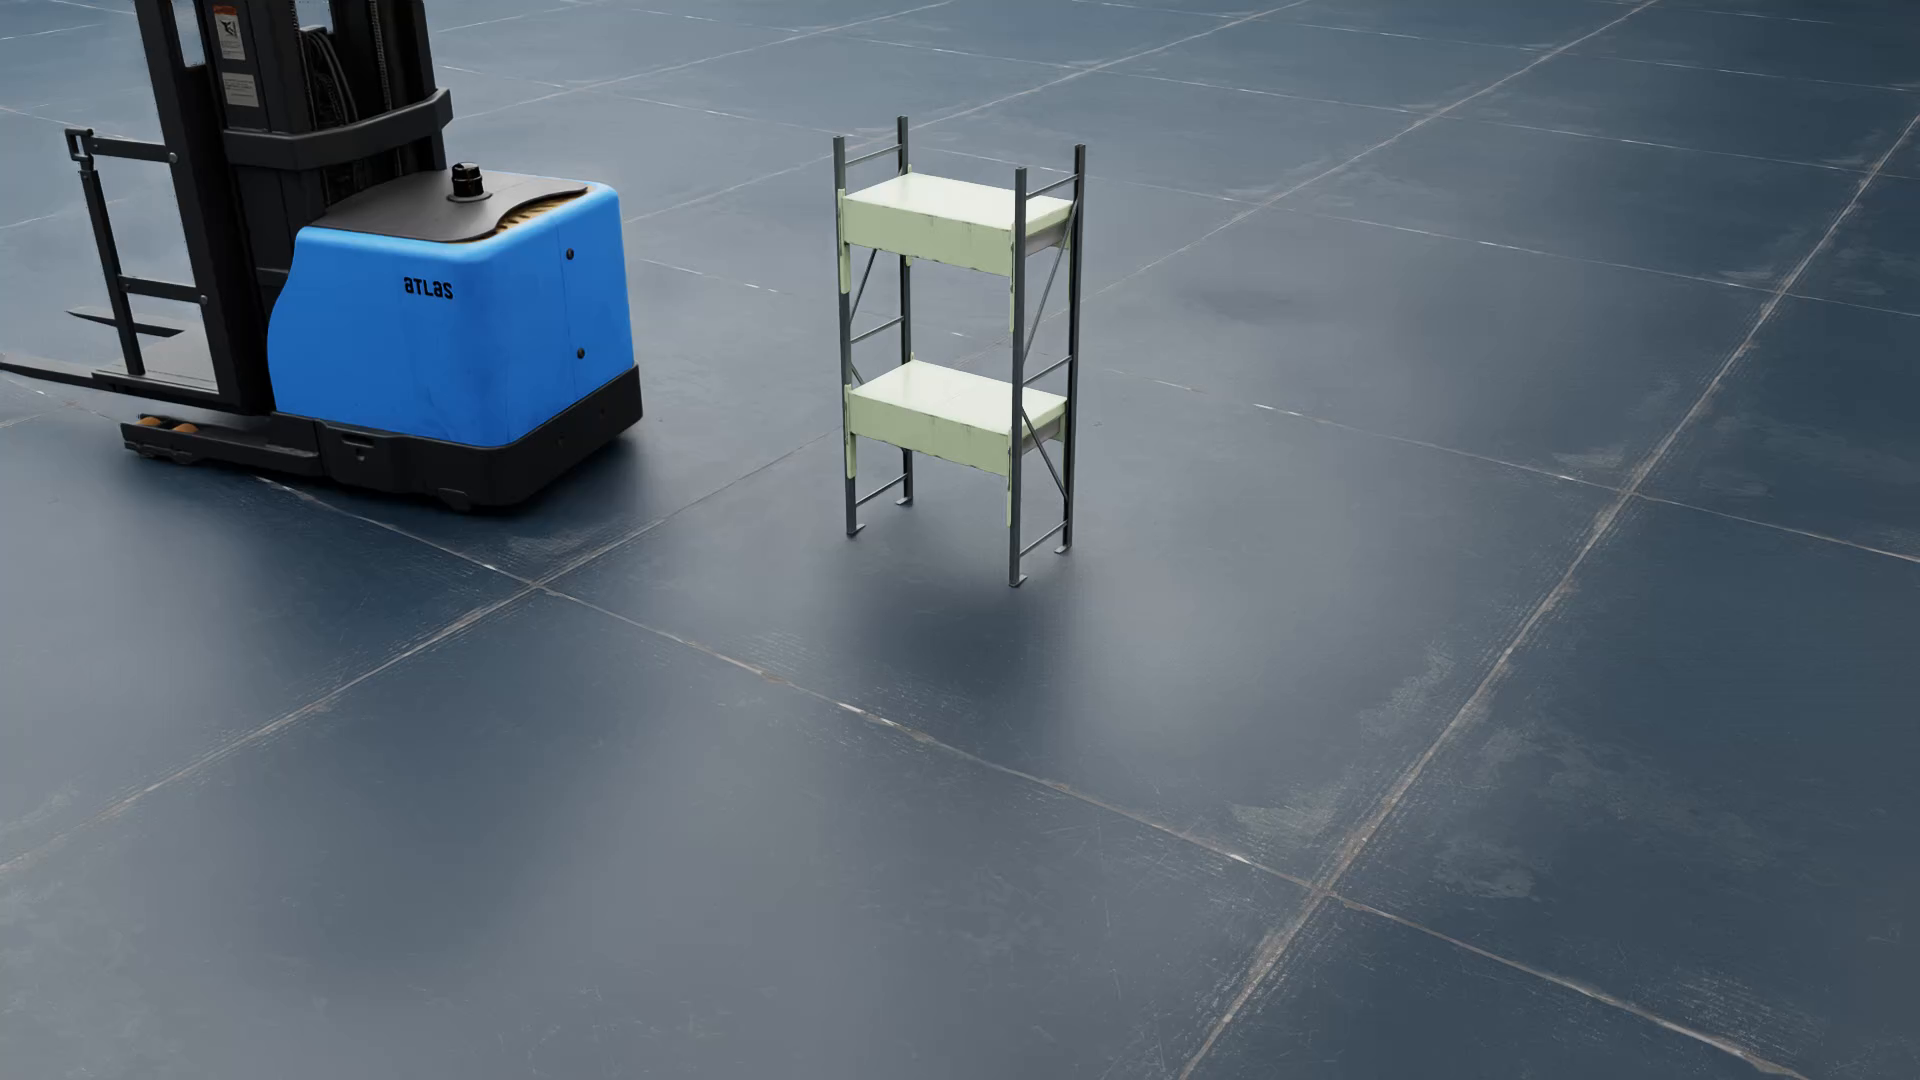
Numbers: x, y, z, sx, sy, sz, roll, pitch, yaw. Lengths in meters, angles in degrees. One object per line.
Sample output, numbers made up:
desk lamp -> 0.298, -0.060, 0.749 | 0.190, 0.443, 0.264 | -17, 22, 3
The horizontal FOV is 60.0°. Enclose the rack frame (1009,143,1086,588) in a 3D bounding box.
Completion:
rack frame -> 0.296, -0.576, 5.729 | 0.023, 1.500, 0.400 | 17, 32, 30

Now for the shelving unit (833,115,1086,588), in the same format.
shelving unit -> -0.006, -0.670, 5.913 | 0.755, 1.500, 0.431 | 17, 32, 30

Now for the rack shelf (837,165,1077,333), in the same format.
rack shelf -> -0.006, -1.018, 5.736 | 0.720, 0.370, 0.431 | 17, 32, 30

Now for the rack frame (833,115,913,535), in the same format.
rack frame -> -0.307, -0.764, 6.098 | 0.023, 1.500, 0.400 | 17, 32, 30

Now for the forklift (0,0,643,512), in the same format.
forklift -> -2.930, -1.827, 6.608 | 3.031, 2.935, 1.130 | 10, 29, 19

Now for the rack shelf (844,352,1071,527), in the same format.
rack shelf -> -0.006, -0.380, 6.061 | 0.720, 0.370, 0.431 | 17, 32, 30
